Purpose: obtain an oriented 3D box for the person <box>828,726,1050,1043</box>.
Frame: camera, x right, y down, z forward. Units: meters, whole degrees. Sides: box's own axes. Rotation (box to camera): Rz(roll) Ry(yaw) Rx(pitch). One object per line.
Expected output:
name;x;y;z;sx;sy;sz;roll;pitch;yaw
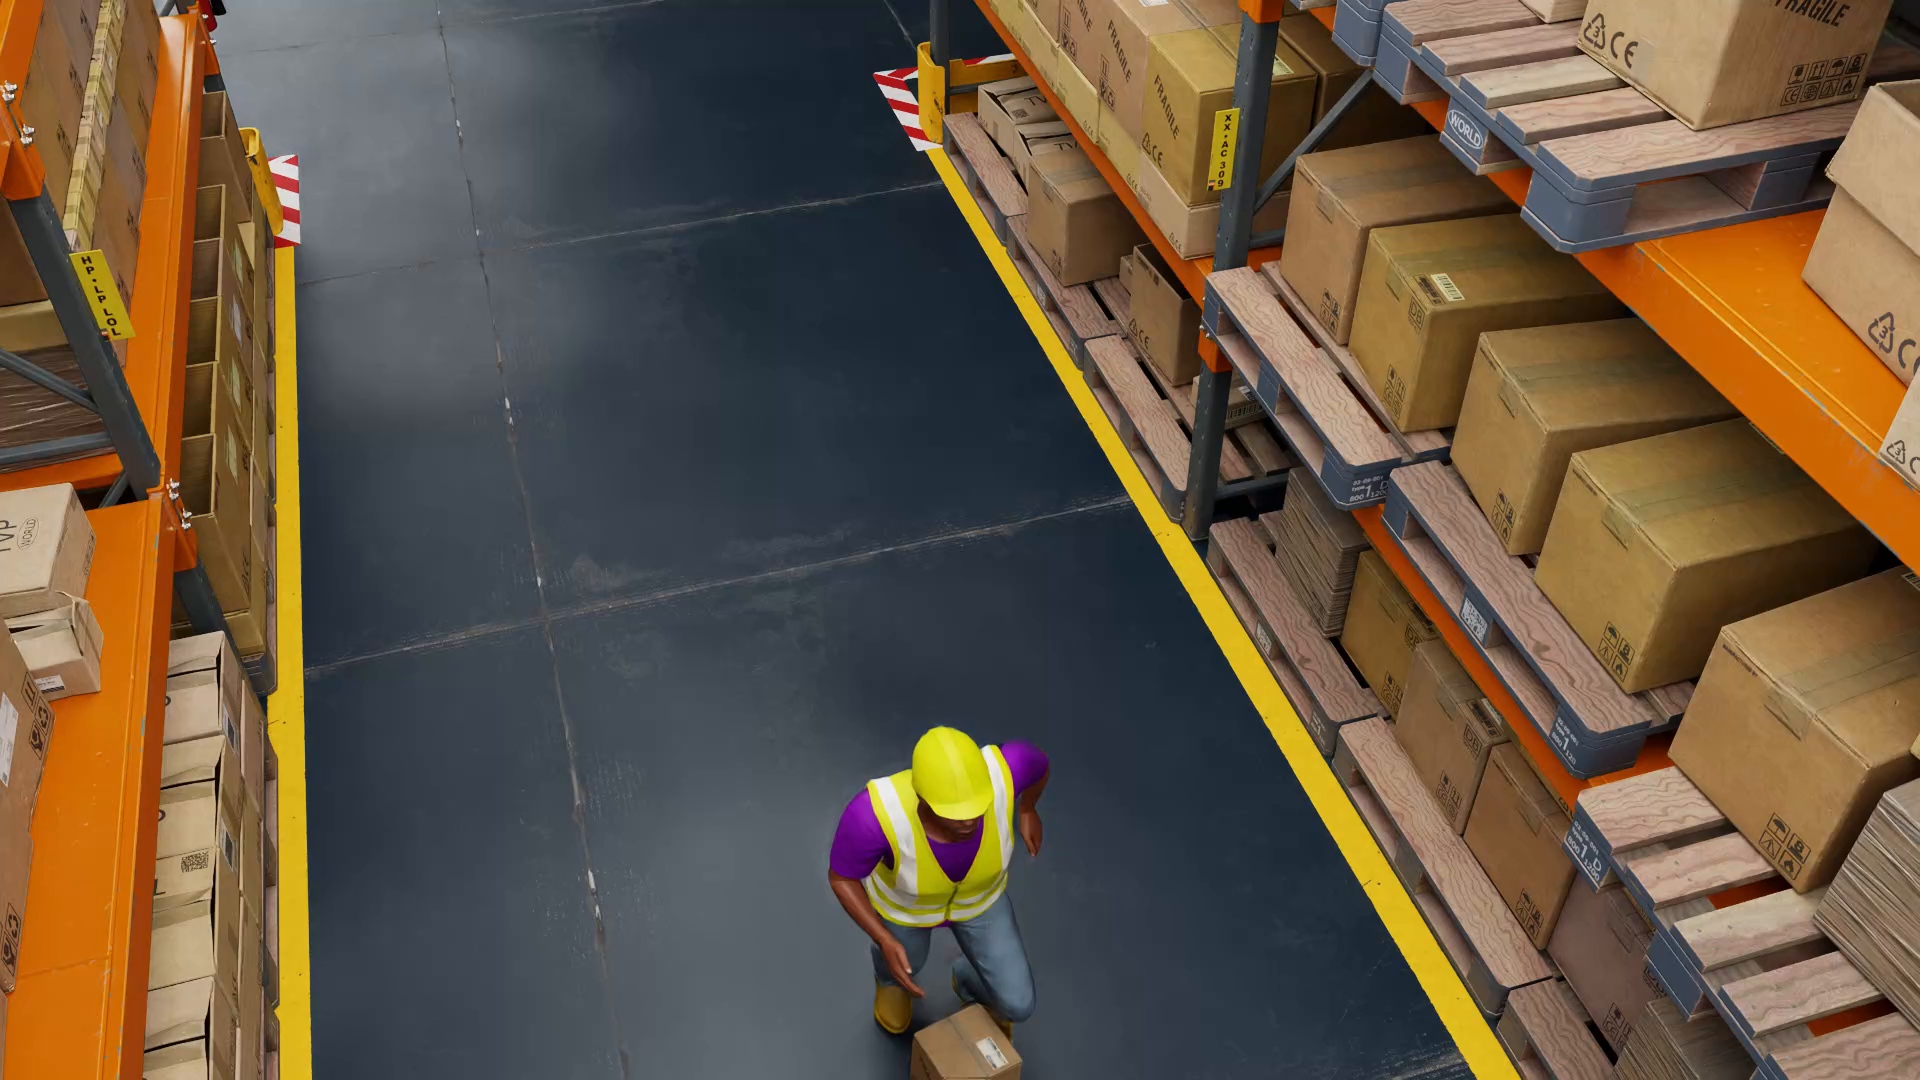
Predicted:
person;-0.040;1.078;5.003;0.704;1.689;0.789;-9;43;-10
